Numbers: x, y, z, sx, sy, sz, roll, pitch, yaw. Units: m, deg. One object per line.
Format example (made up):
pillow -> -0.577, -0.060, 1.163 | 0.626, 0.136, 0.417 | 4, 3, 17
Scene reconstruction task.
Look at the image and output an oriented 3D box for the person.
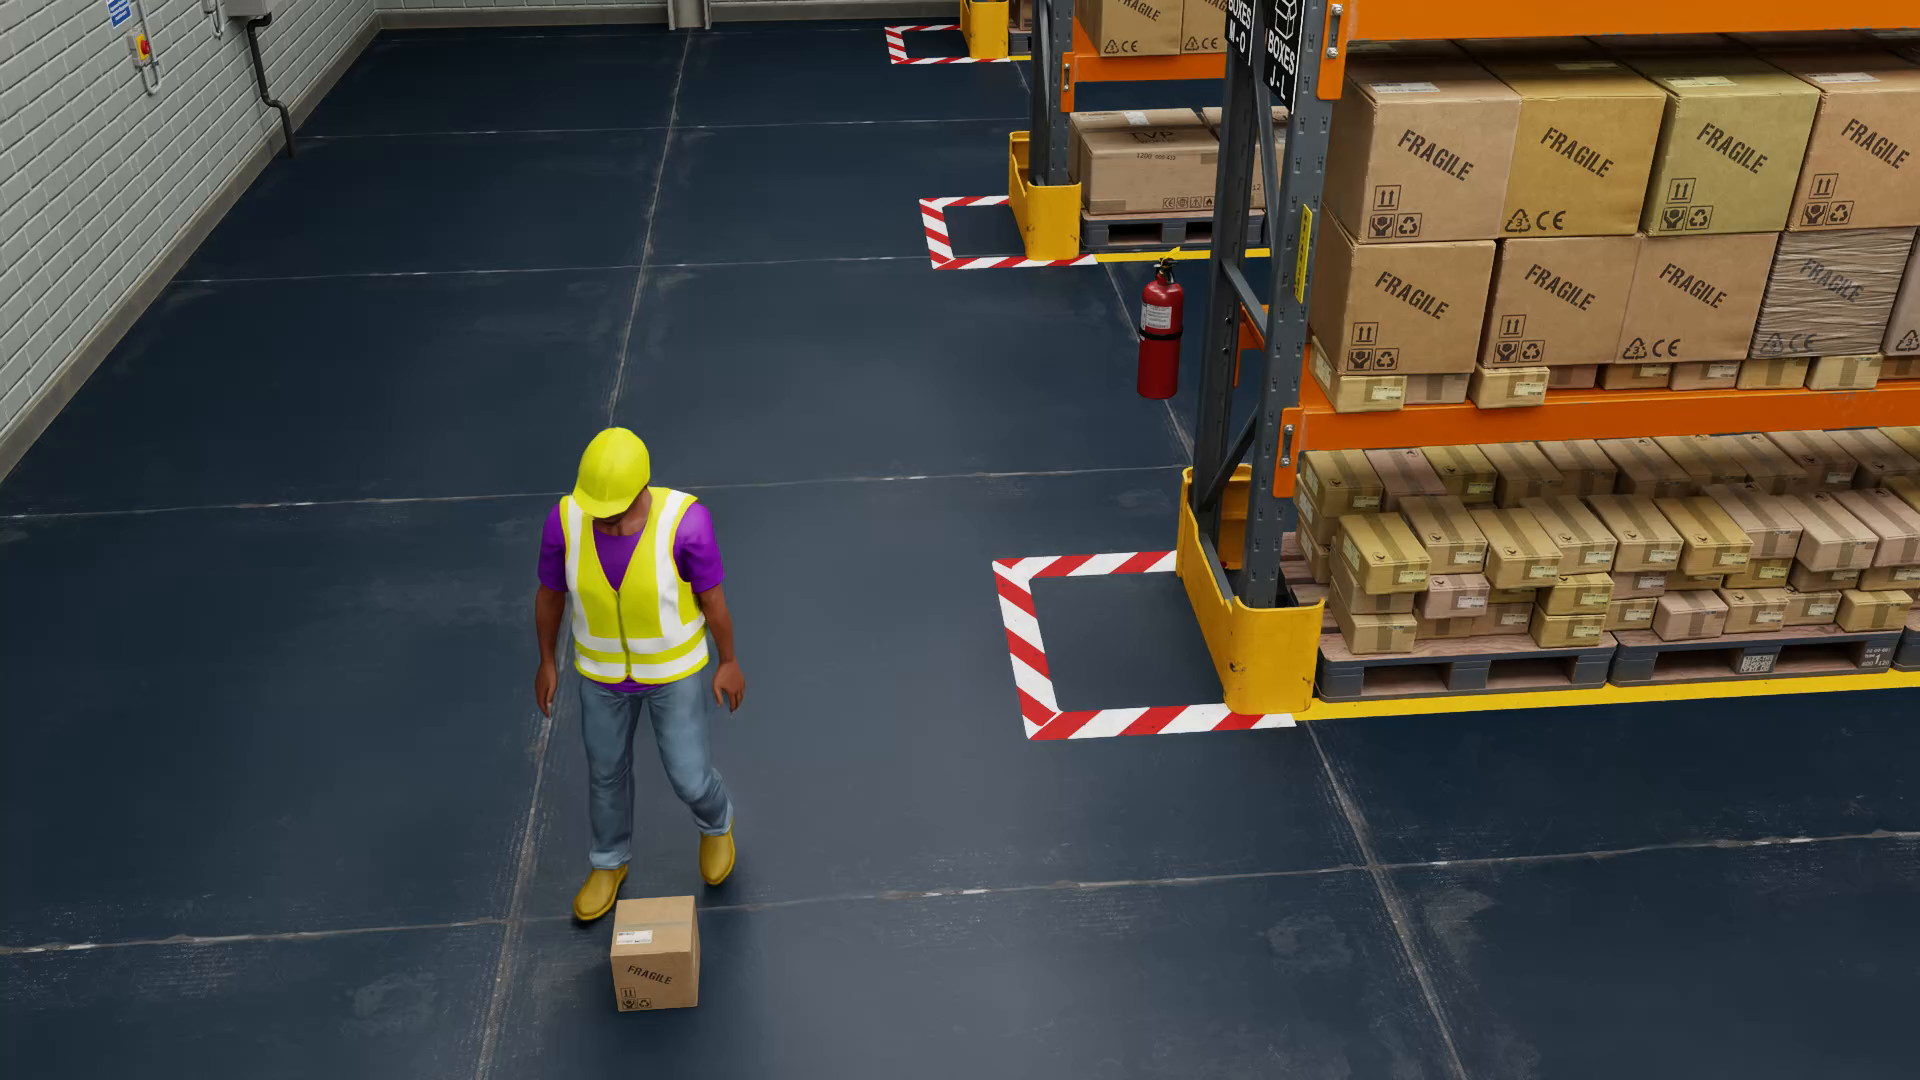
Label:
person -> -1.048, 0.431, 5.356 | 0.676, 1.764, 0.488 | 3, 31, 4
